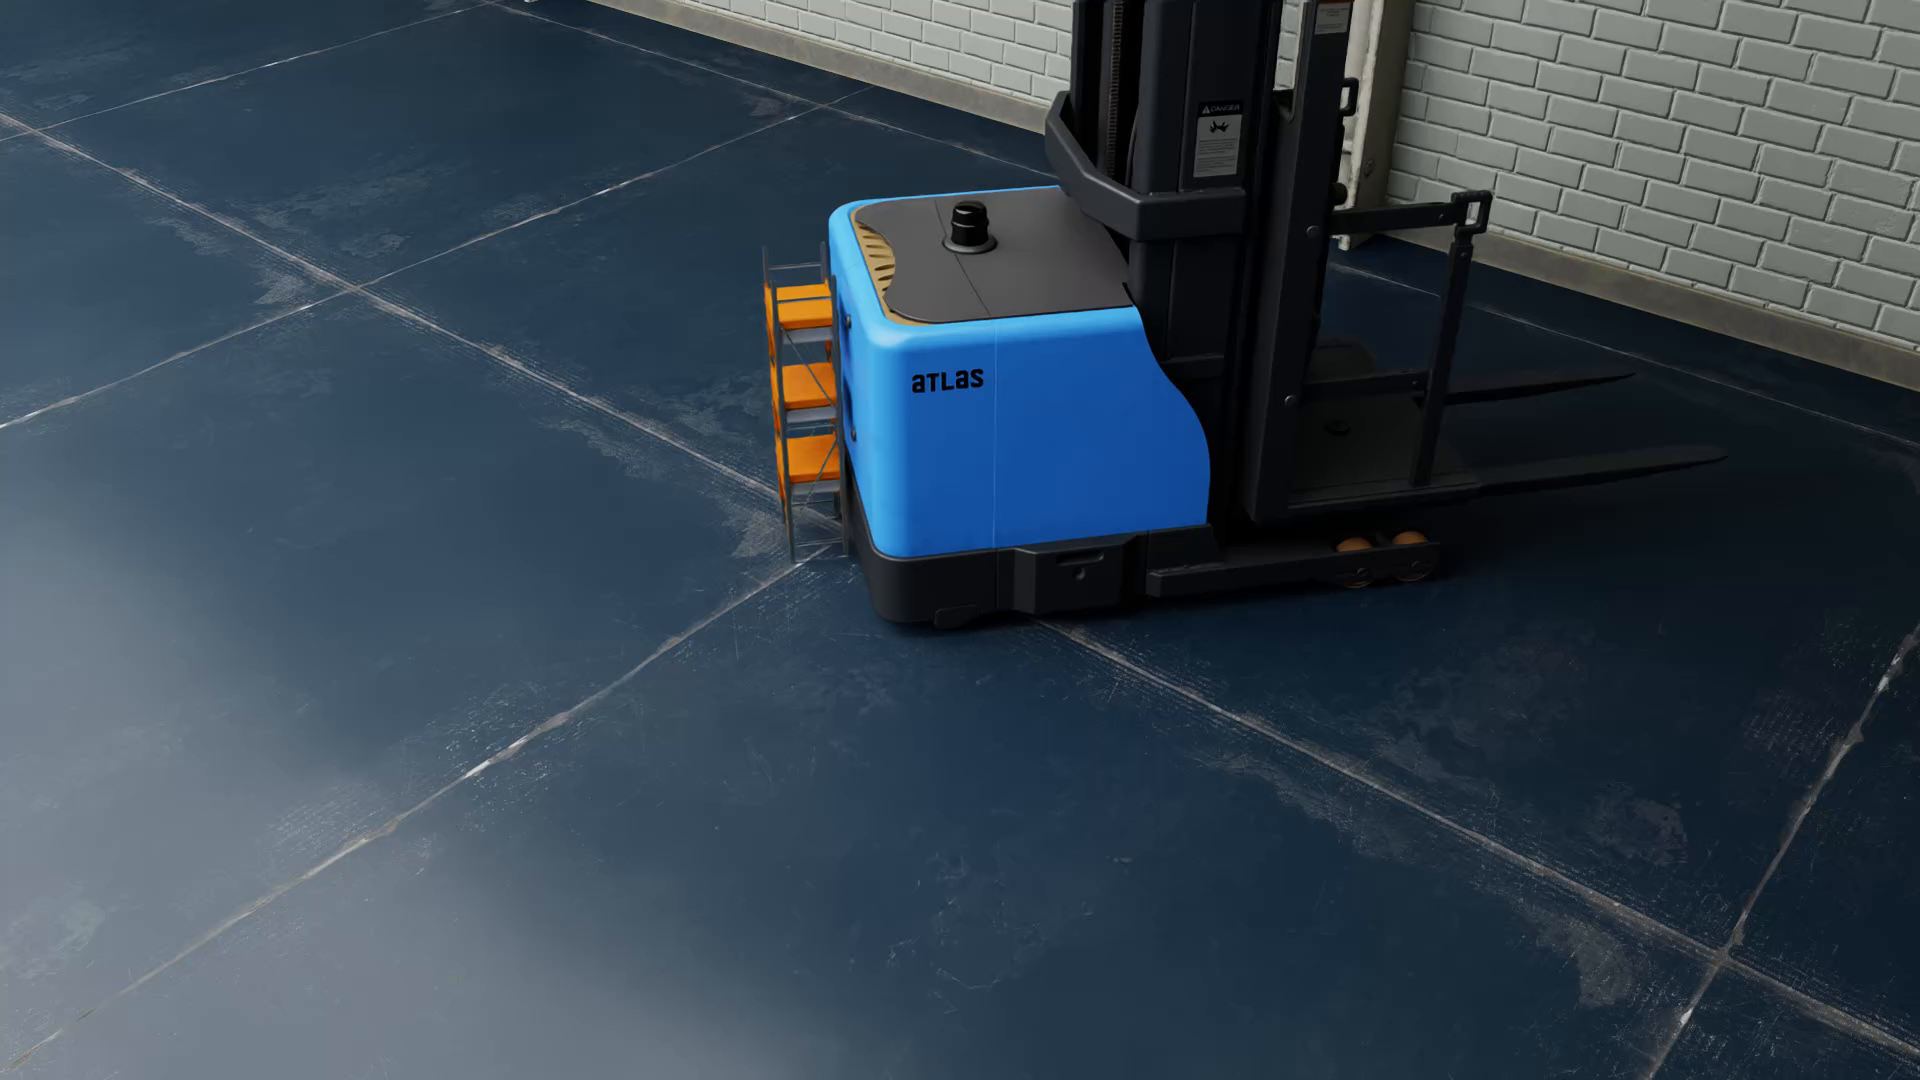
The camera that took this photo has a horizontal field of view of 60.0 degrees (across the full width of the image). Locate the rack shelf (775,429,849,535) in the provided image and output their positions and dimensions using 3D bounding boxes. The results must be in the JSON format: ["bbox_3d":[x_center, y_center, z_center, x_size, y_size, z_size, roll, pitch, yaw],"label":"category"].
[{"bbox_3d":[-0.500,-0.194,5.614,0.215,0.259,0.240,-7,35,-9],"label":"rack shelf"}]

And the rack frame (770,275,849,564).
[{"bbox_3d":[-0.477,-0.364,5.352,0.200,1.050,0.008,-7,35,-9],"label":"rack frame"}]

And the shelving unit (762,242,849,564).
[{"bbox_3d":[-0.501,-0.432,5.451,0.215,1.050,0.252,-7,35,-9],"label":"shelving unit"}]

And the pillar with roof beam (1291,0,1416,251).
[{"bbox_3d":[-1.009,-3.312,2.623,0.400,9.000,9.100,25,42,32],"label":"pillar with roof beam"}]

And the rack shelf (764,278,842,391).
[{"bbox_3d":[-0.501,-0.657,5.296,0.215,0.259,0.240,-7,35,-9],"label":"rack shelf"}]

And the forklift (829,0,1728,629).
[{"bbox_3d":[1.125,-1.336,5.106,3.031,2.935,1.130,-6,35,-9],"label":"forklift"}]

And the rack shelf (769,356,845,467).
[{"bbox_3d":[-0.501,-0.423,5.457,0.215,0.259,0.240,-7,35,-9],"label":"rack shelf"}]

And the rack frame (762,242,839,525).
[{"bbox_3d":[-0.525,-0.499,5.550,0.200,1.050,0.008,-7,35,-9],"label":"rack frame"}]
